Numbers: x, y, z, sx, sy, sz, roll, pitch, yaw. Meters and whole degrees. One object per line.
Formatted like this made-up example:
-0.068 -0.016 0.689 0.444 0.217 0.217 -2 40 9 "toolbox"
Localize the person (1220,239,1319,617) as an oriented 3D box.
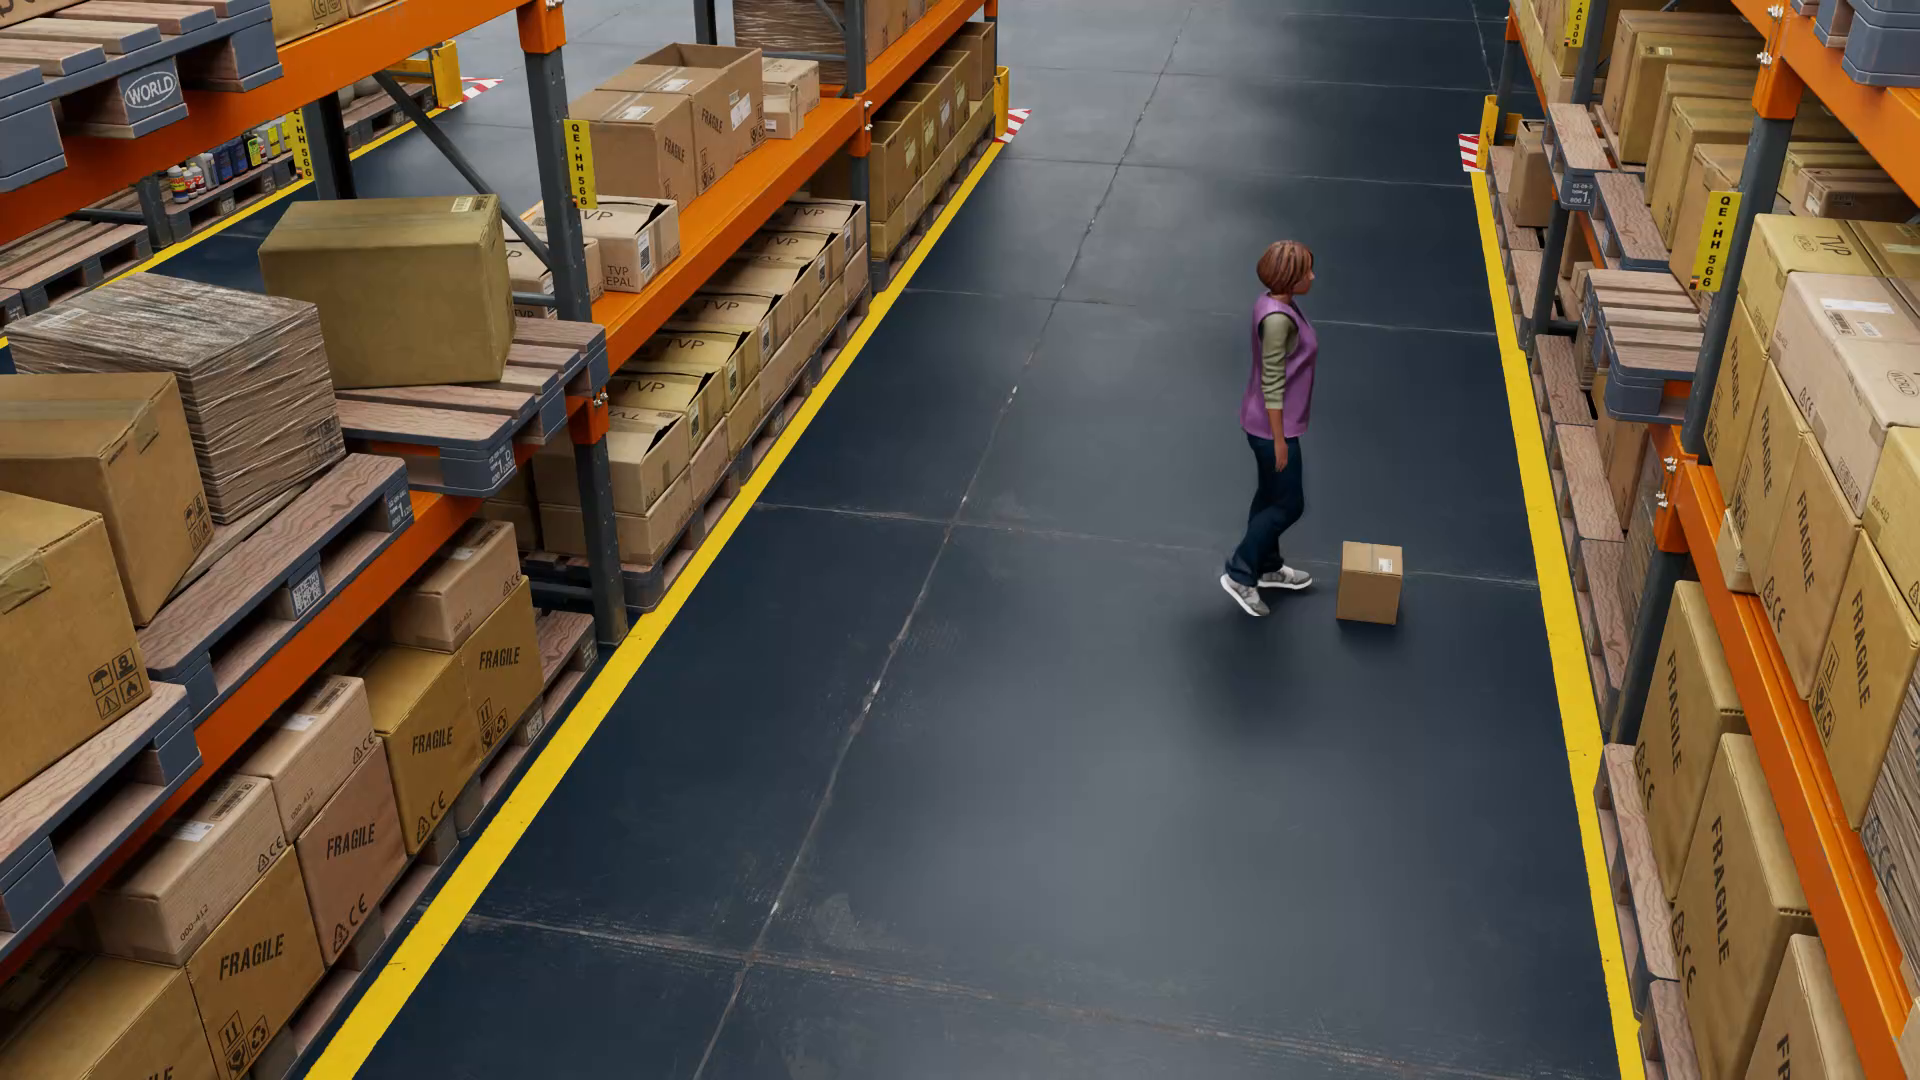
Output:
1.346 -0.454 6.951 0.412 1.649 0.458 3 29 6 "person"
